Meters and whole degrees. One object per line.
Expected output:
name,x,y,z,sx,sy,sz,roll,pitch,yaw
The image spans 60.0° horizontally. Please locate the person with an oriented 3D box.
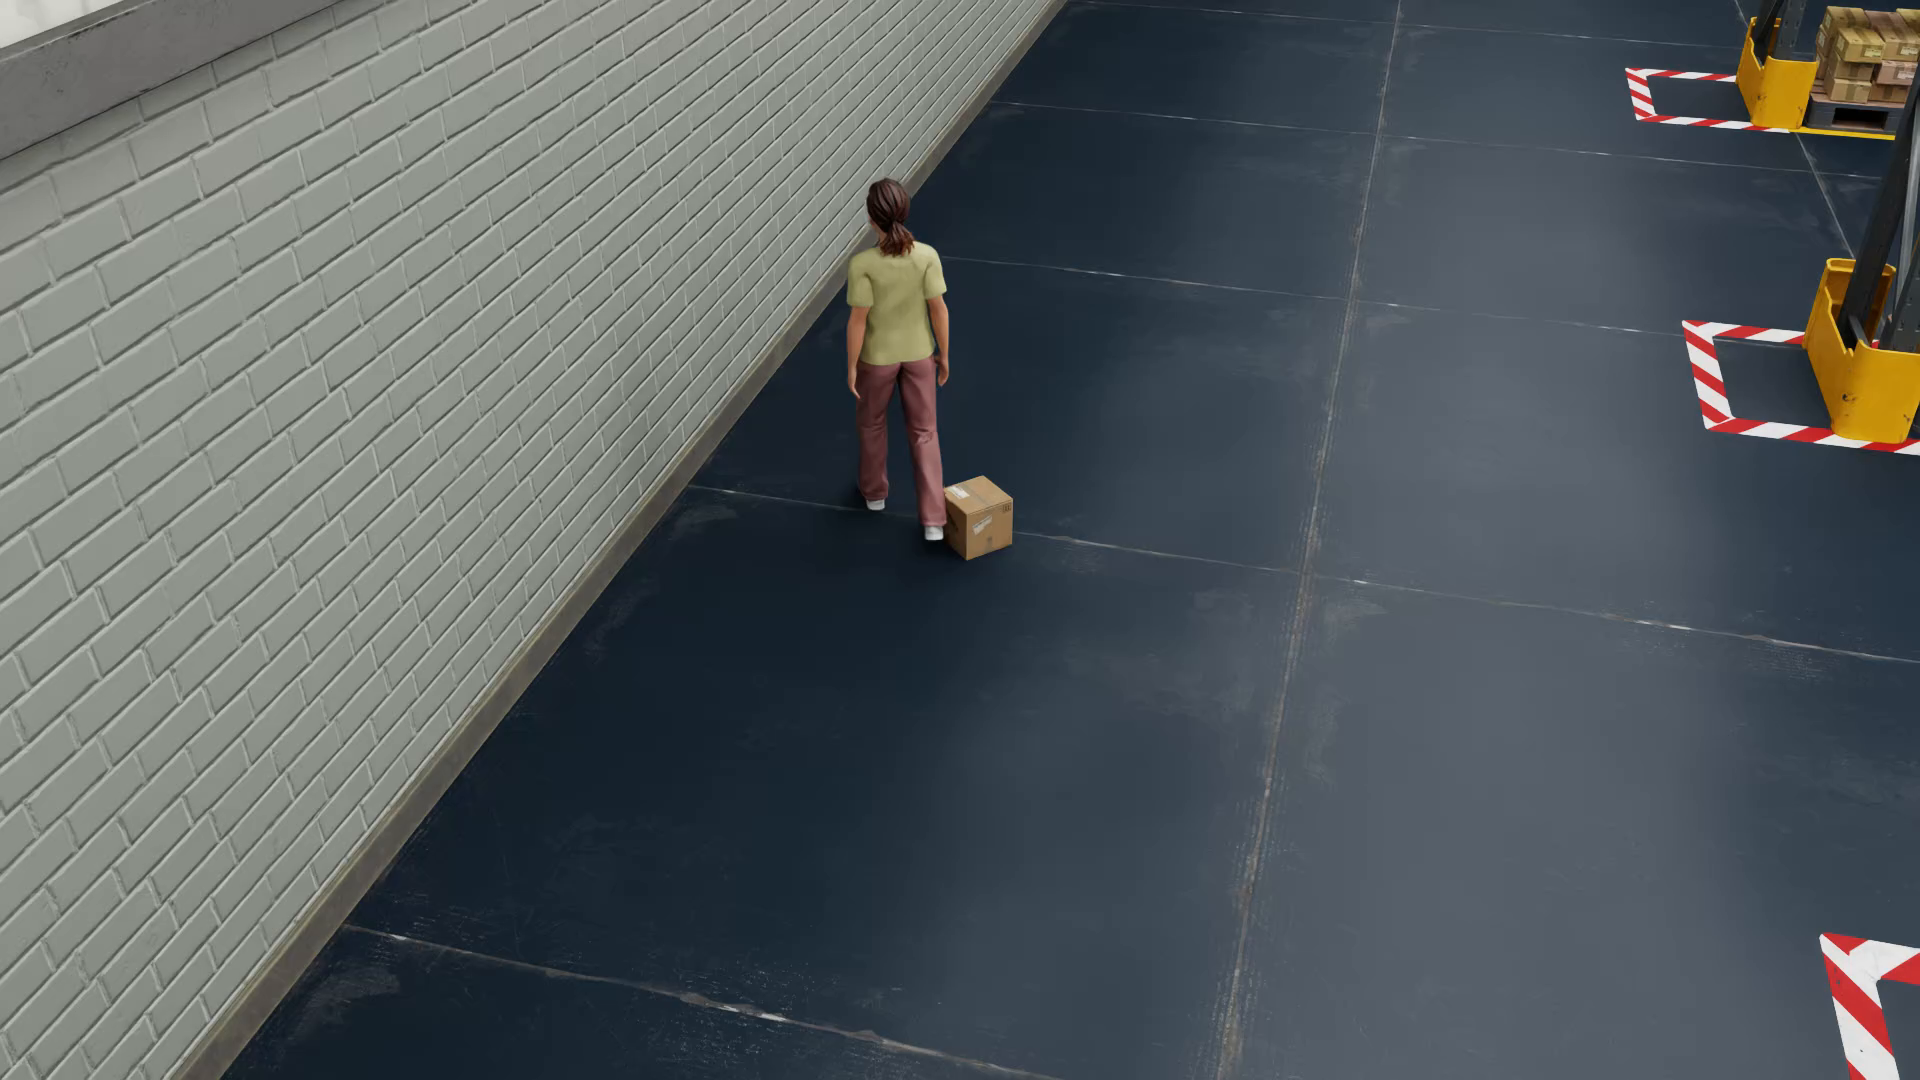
person,-0.292,-0.812,7.382,0.457,1.662,0.735,-8,34,-12
